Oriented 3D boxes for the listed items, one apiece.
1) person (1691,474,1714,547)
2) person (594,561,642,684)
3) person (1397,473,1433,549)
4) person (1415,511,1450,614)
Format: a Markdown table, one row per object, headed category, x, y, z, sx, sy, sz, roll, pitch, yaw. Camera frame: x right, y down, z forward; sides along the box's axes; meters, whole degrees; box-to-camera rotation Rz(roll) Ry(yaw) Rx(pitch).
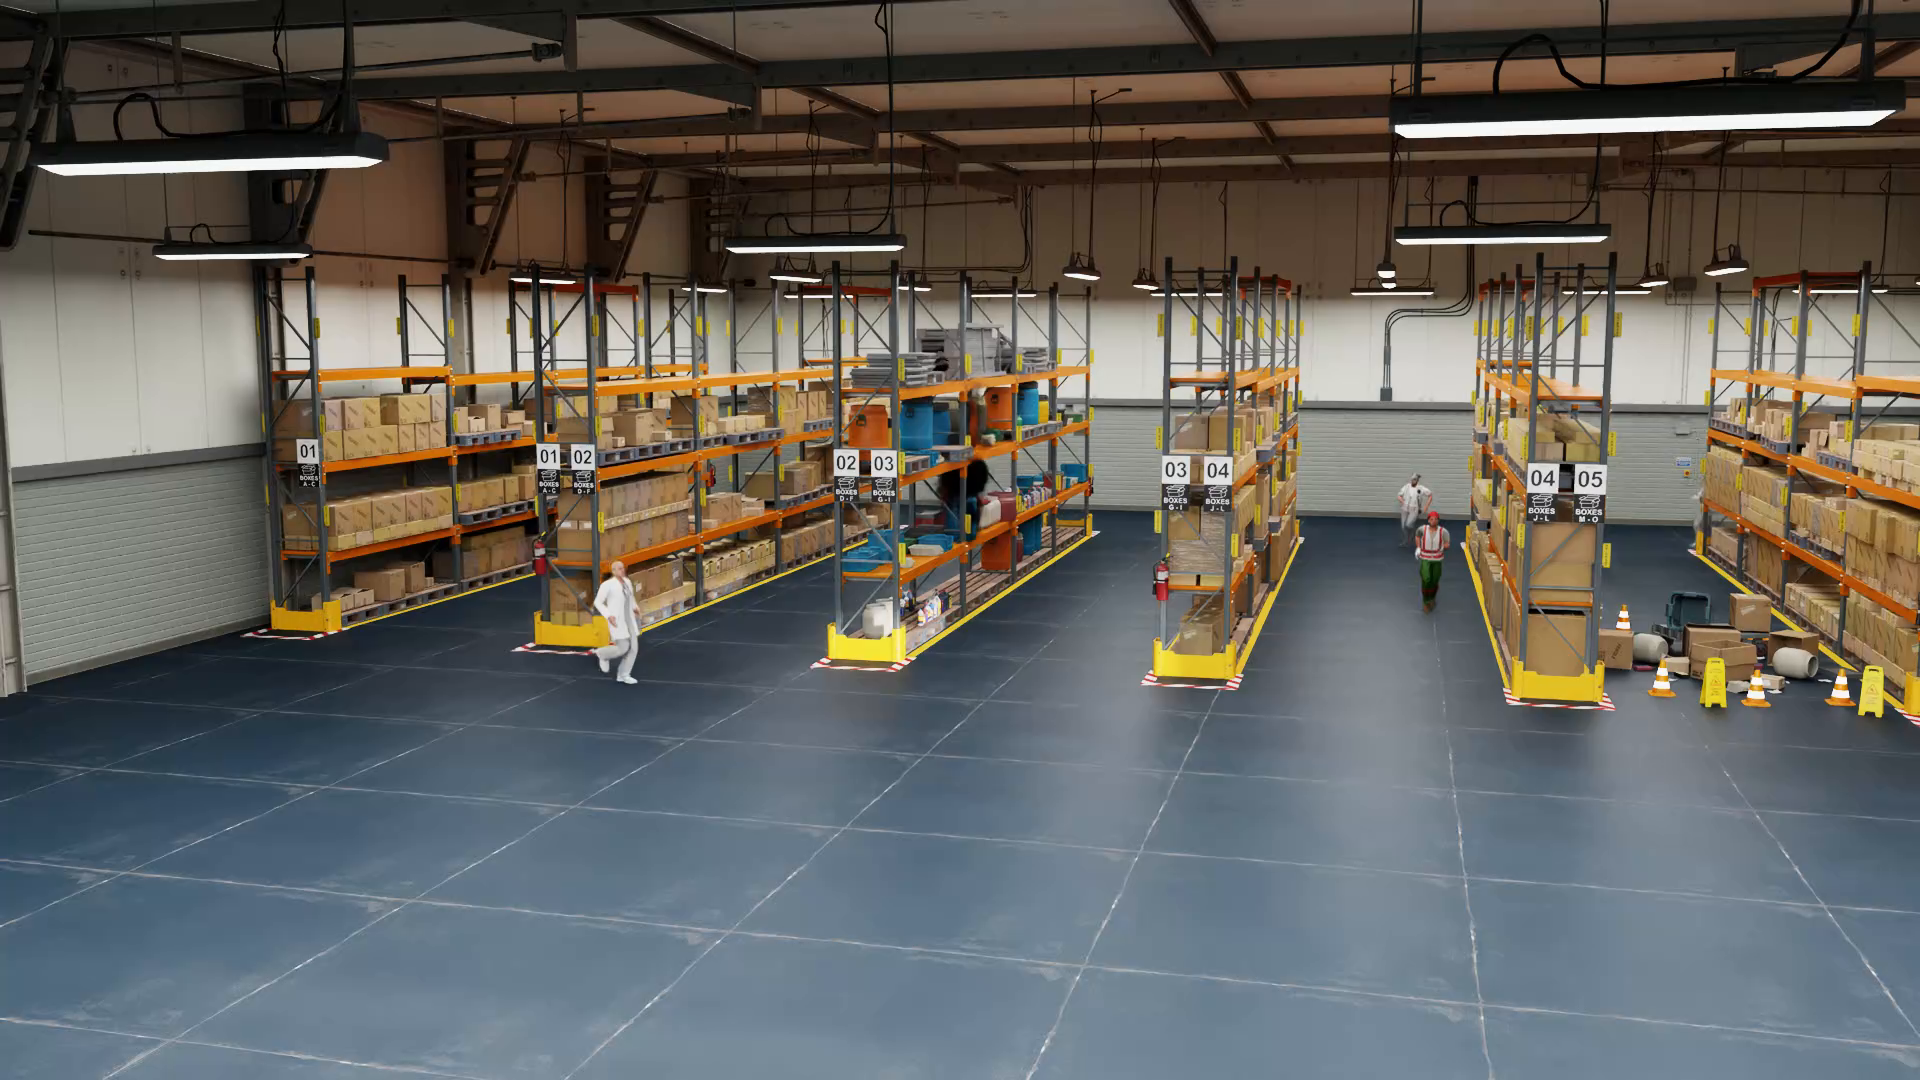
| category | x | y | z | sx | sy | sz | roll | pitch | yaw |
| --- | --- | --- | --- | --- | --- | --- | --- | --- | --- |
| person | 17.112 | -0.649 | 38.092 | 0.722 | 1.725 | 0.608 | 3 | 8 | 21 |
| person | -4.854 | 1.162 | 23.617 | 0.673 | 1.739 | 0.720 | 5 | 9 | 35 |
| person | 10.325 | -0.656 | 37.941 | 0.737 | 1.767 | 0.681 | 6 | 9 | 39 |
| person | 8.401 | 0.380 | 29.585 | 0.573 | 1.829 | 0.912 | 1 | 7 | 10 |
